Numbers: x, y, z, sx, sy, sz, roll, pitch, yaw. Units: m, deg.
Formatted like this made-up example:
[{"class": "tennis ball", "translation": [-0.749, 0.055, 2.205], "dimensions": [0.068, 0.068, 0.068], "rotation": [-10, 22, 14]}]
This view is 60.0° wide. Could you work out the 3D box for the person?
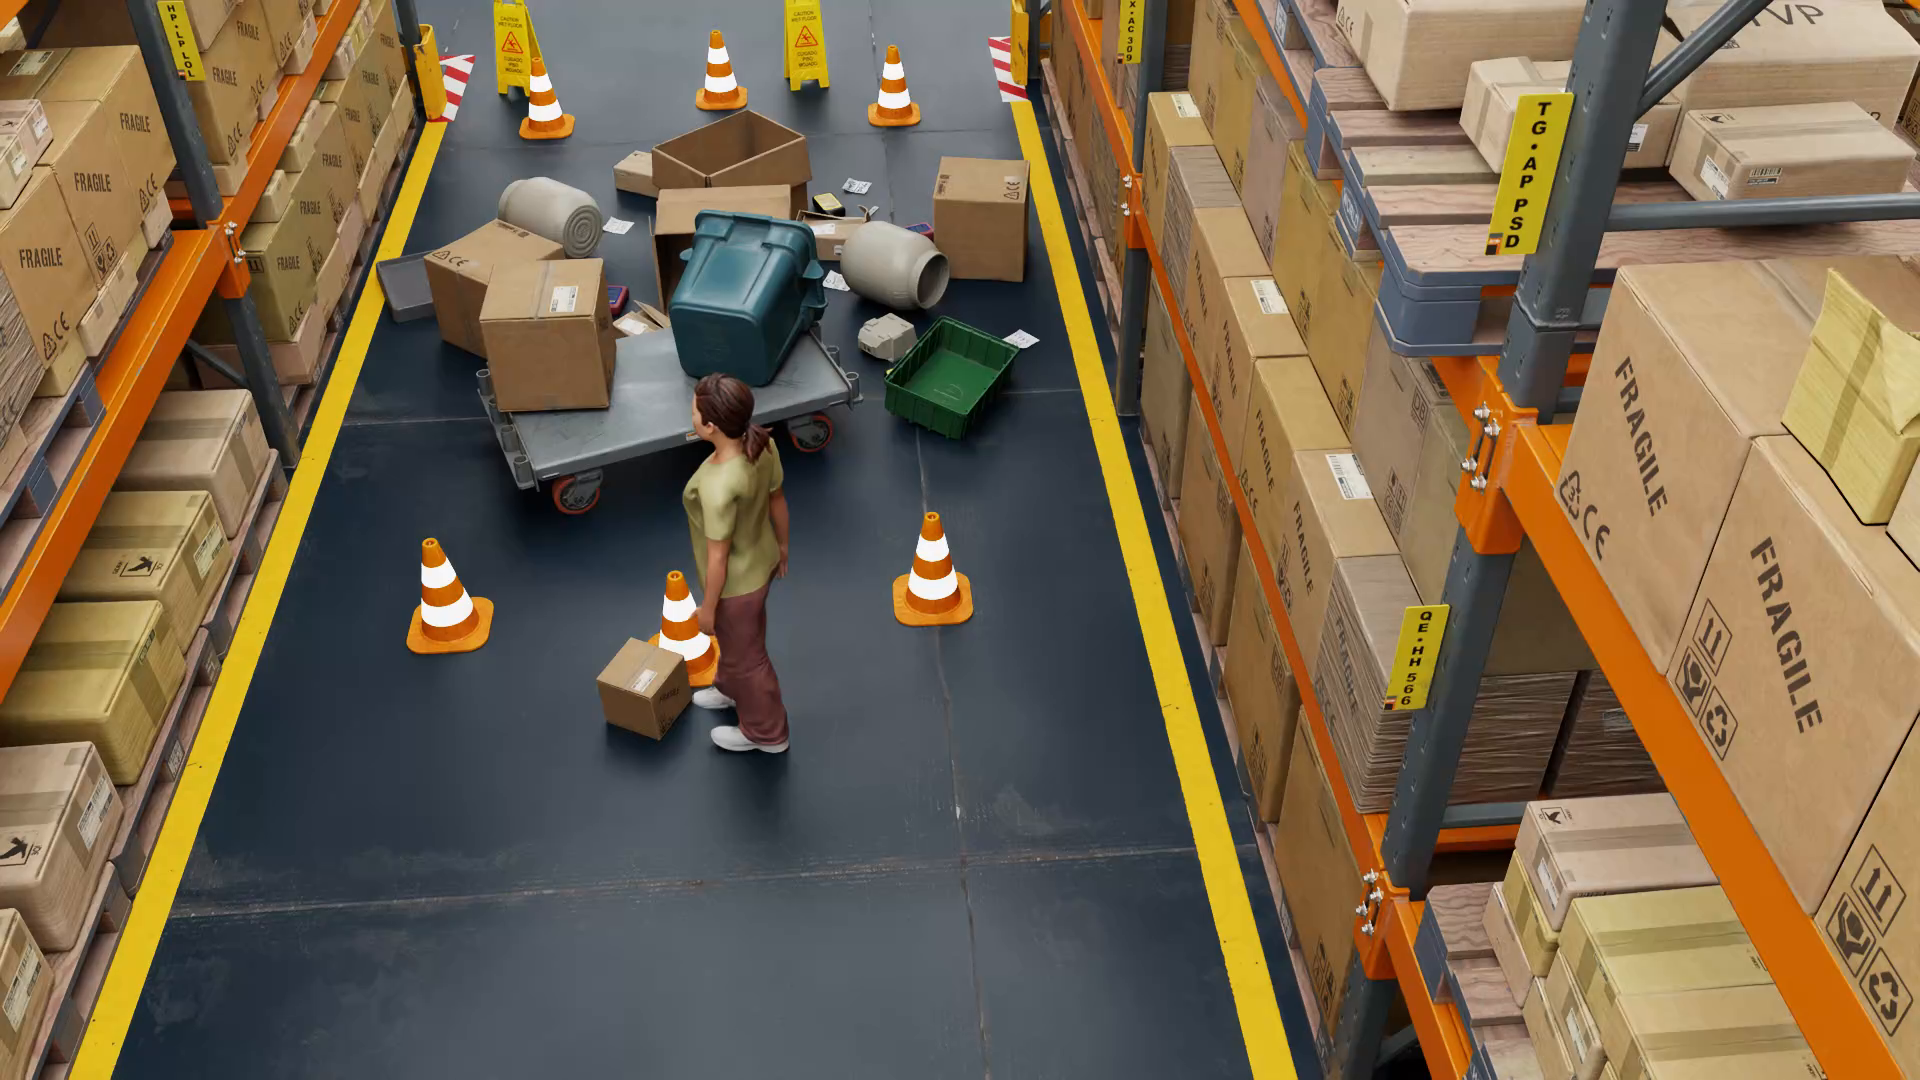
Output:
[{"class": "person", "translation": [-0.880, 0.133, 6.007], "dimensions": [0.519, 1.703, 0.471], "rotation": [10, 40, 12]}]
